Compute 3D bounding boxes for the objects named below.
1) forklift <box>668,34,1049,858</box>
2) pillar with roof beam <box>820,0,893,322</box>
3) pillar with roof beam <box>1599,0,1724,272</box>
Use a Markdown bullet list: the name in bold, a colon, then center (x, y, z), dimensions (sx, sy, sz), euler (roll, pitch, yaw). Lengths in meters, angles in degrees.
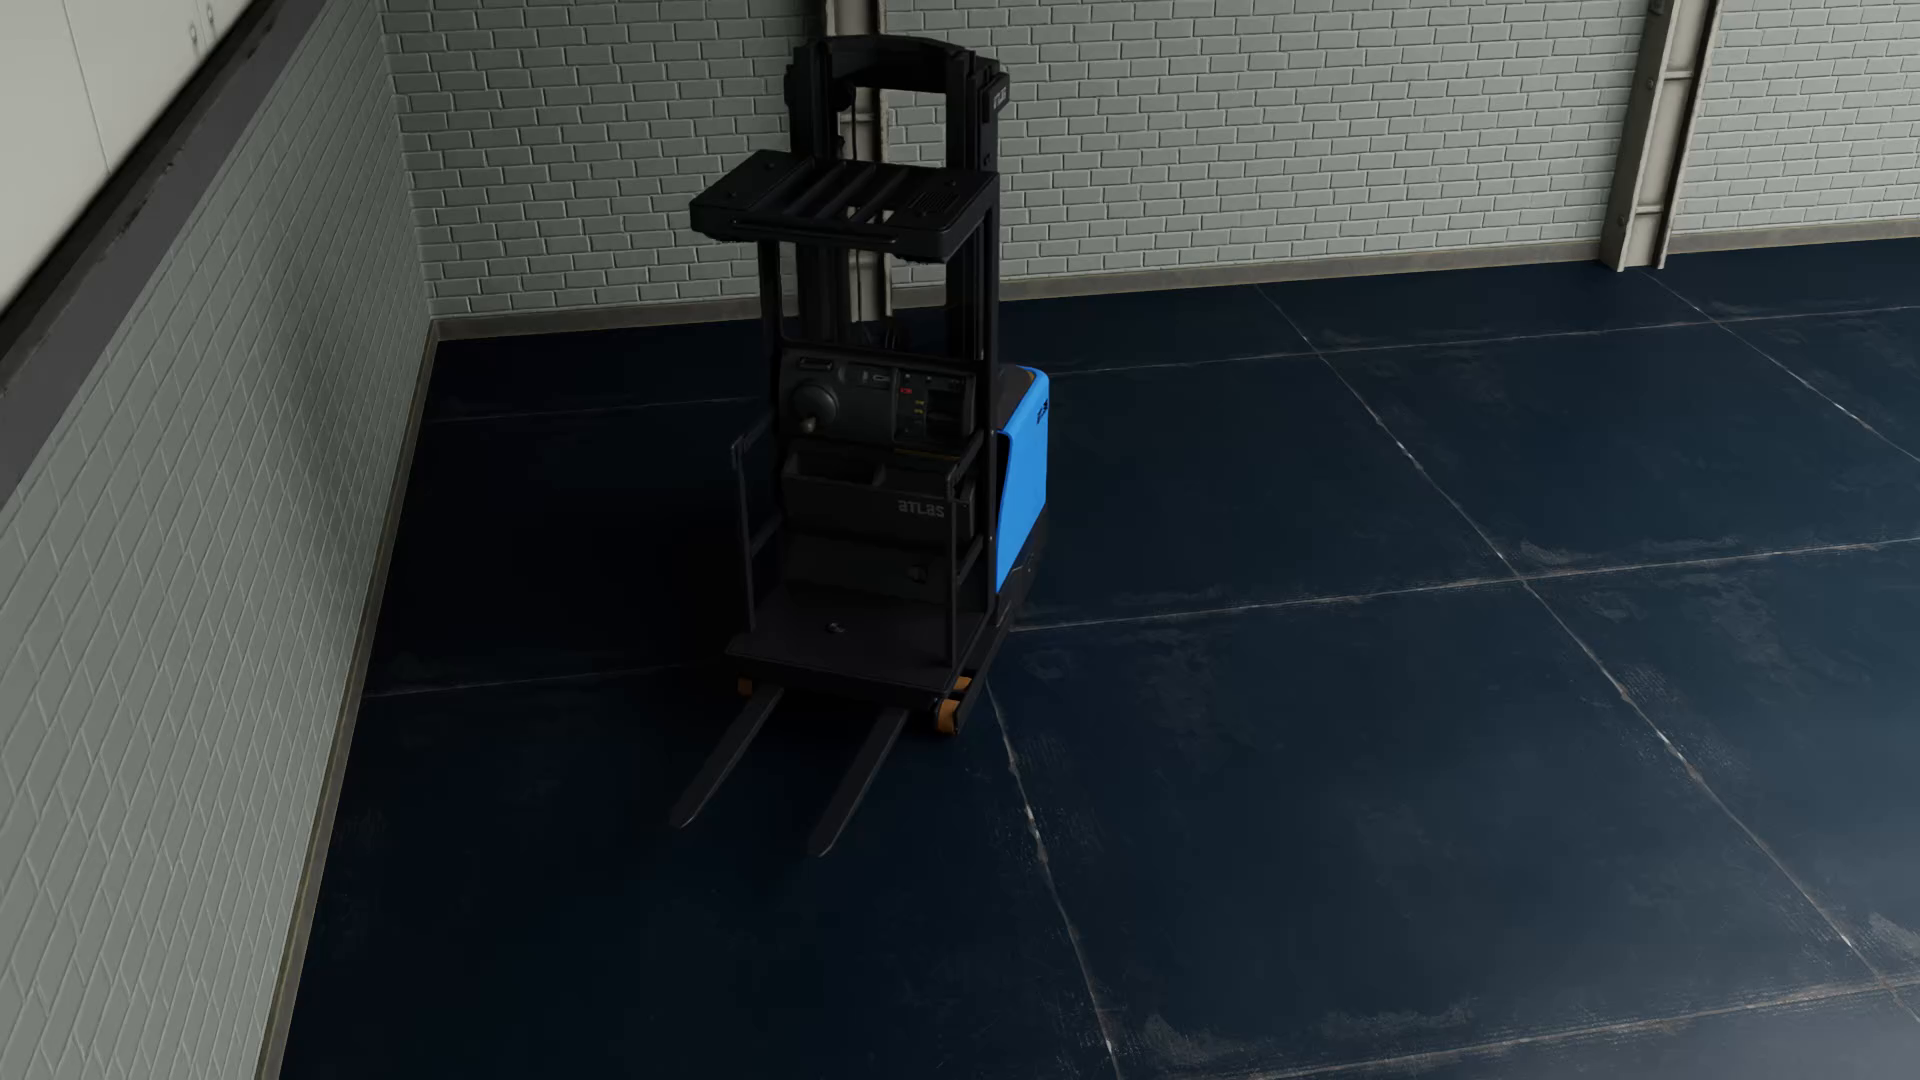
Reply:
- **forklift**: center (-0.438, -0.587, 7.356), dimensions (1.130, 2.935, 3.031), euler (9, 32, 15)
- **pillar with roof beam**: center (0.075, -3.336, 6.045), dimensions (0.400, 9.000, 9.100), euler (-5, 31, -9)
- **pillar with roof beam**: center (5.976, -3.883, 6.976), dimensions (0.400, 9.000, 9.100), euler (-5, 31, -9)
